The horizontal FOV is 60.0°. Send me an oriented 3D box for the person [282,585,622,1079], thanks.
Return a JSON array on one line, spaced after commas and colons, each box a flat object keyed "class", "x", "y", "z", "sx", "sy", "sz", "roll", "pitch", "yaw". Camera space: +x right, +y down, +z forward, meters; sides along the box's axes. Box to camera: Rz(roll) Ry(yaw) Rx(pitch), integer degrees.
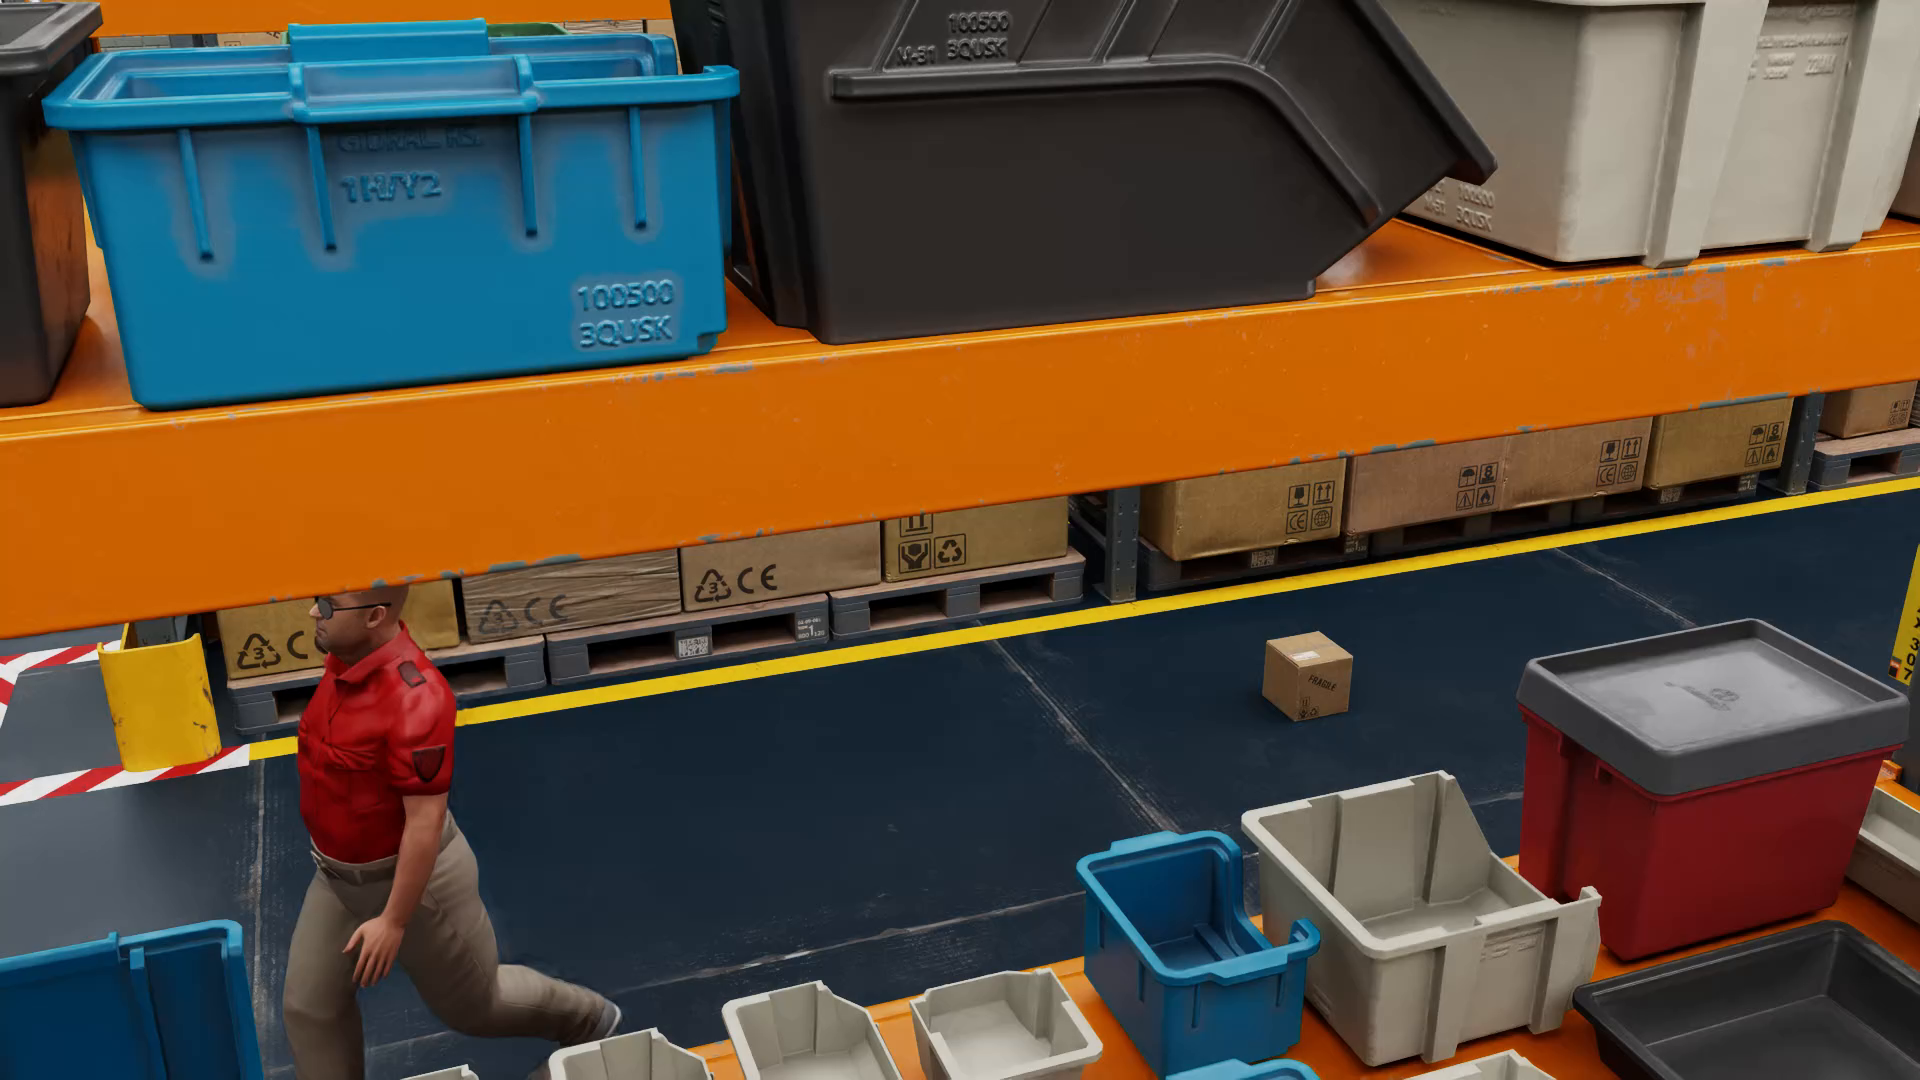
[{"class": "person", "x": -1.394, "y": 0.815, "z": 4.128, "sx": 0.532, "sy": 1.677, "sz": 1.015, "roll": 20, "pitch": 30, "yaw": 40}]
